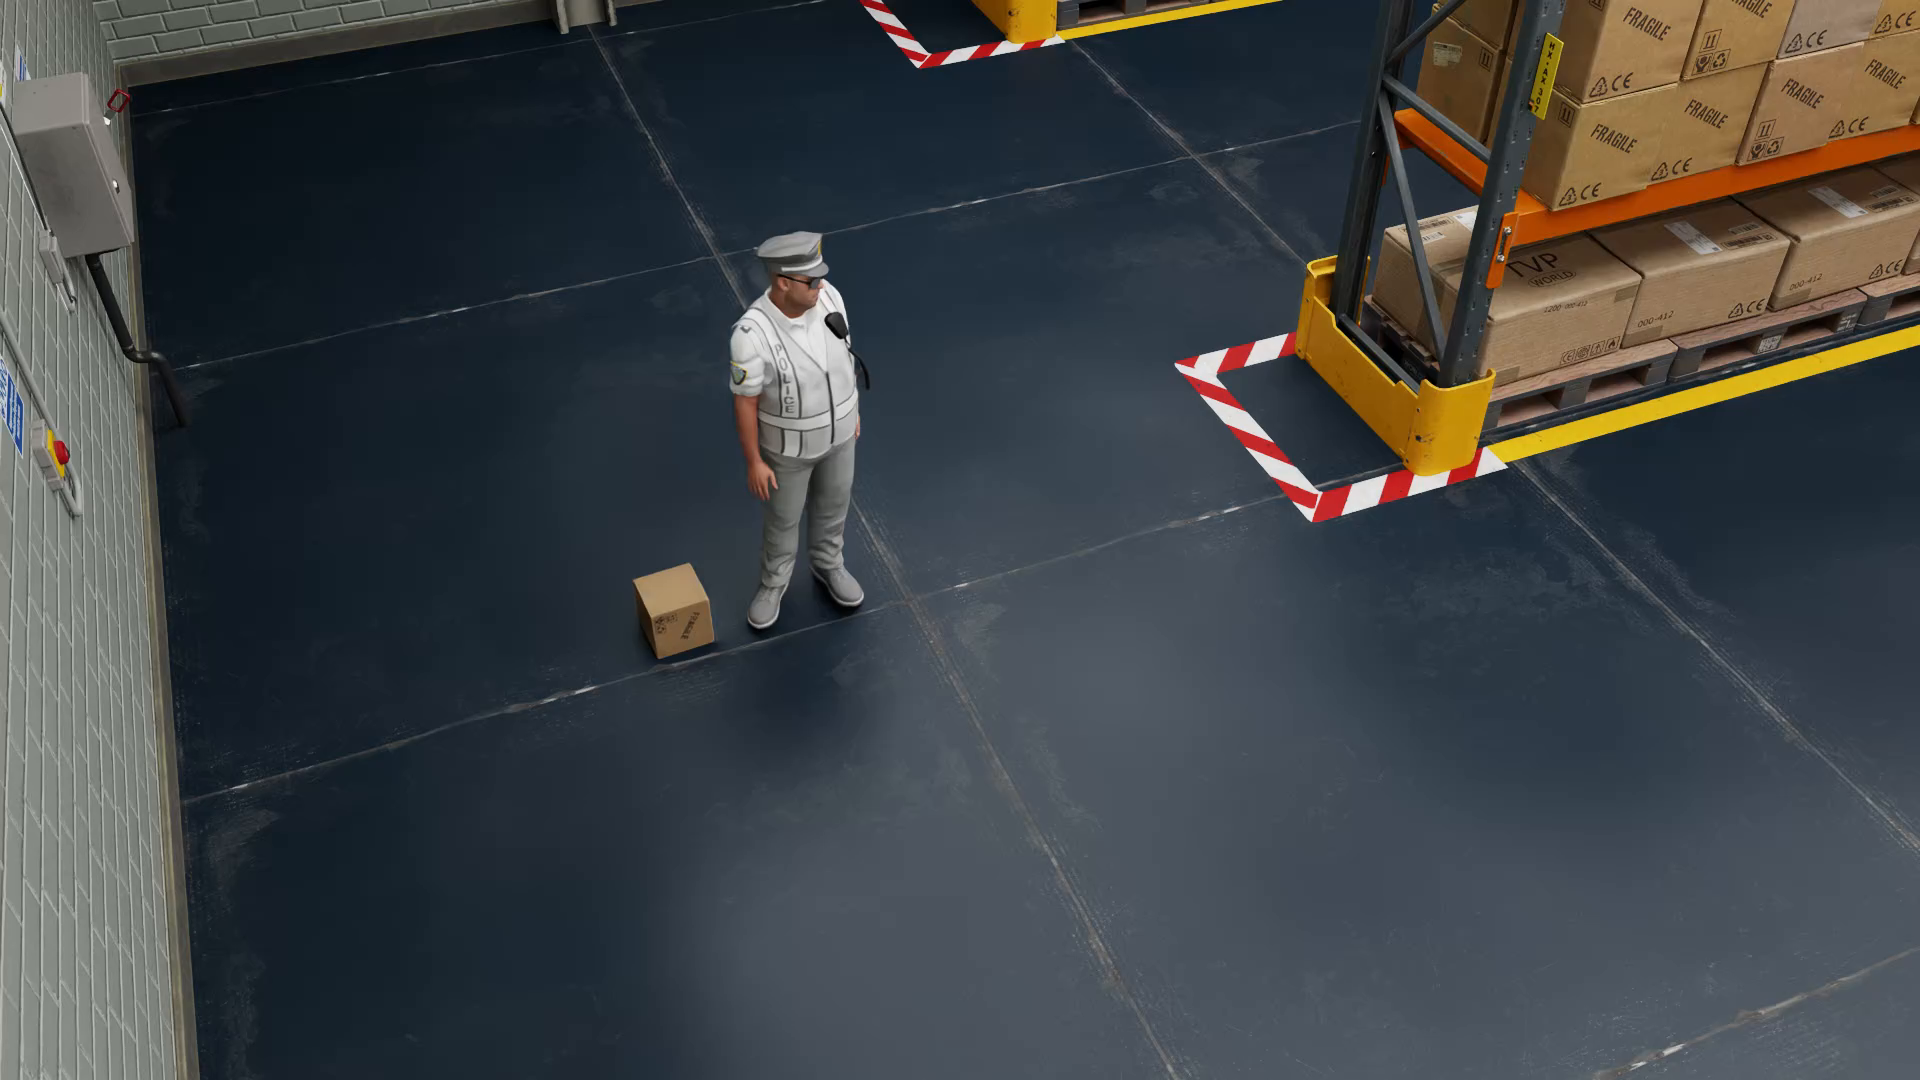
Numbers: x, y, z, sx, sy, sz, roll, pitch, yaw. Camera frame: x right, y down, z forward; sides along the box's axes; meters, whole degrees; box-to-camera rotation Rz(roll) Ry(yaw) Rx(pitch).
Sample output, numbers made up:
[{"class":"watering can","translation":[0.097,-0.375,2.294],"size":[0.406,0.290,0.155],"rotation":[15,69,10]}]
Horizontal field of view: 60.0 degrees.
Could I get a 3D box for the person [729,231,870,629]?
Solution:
[{"class":"person","translation":[-0.643,-0.415,6.588],"size":[0.615,1.760,0.399],"rotation":[-29,49,-29]}]
